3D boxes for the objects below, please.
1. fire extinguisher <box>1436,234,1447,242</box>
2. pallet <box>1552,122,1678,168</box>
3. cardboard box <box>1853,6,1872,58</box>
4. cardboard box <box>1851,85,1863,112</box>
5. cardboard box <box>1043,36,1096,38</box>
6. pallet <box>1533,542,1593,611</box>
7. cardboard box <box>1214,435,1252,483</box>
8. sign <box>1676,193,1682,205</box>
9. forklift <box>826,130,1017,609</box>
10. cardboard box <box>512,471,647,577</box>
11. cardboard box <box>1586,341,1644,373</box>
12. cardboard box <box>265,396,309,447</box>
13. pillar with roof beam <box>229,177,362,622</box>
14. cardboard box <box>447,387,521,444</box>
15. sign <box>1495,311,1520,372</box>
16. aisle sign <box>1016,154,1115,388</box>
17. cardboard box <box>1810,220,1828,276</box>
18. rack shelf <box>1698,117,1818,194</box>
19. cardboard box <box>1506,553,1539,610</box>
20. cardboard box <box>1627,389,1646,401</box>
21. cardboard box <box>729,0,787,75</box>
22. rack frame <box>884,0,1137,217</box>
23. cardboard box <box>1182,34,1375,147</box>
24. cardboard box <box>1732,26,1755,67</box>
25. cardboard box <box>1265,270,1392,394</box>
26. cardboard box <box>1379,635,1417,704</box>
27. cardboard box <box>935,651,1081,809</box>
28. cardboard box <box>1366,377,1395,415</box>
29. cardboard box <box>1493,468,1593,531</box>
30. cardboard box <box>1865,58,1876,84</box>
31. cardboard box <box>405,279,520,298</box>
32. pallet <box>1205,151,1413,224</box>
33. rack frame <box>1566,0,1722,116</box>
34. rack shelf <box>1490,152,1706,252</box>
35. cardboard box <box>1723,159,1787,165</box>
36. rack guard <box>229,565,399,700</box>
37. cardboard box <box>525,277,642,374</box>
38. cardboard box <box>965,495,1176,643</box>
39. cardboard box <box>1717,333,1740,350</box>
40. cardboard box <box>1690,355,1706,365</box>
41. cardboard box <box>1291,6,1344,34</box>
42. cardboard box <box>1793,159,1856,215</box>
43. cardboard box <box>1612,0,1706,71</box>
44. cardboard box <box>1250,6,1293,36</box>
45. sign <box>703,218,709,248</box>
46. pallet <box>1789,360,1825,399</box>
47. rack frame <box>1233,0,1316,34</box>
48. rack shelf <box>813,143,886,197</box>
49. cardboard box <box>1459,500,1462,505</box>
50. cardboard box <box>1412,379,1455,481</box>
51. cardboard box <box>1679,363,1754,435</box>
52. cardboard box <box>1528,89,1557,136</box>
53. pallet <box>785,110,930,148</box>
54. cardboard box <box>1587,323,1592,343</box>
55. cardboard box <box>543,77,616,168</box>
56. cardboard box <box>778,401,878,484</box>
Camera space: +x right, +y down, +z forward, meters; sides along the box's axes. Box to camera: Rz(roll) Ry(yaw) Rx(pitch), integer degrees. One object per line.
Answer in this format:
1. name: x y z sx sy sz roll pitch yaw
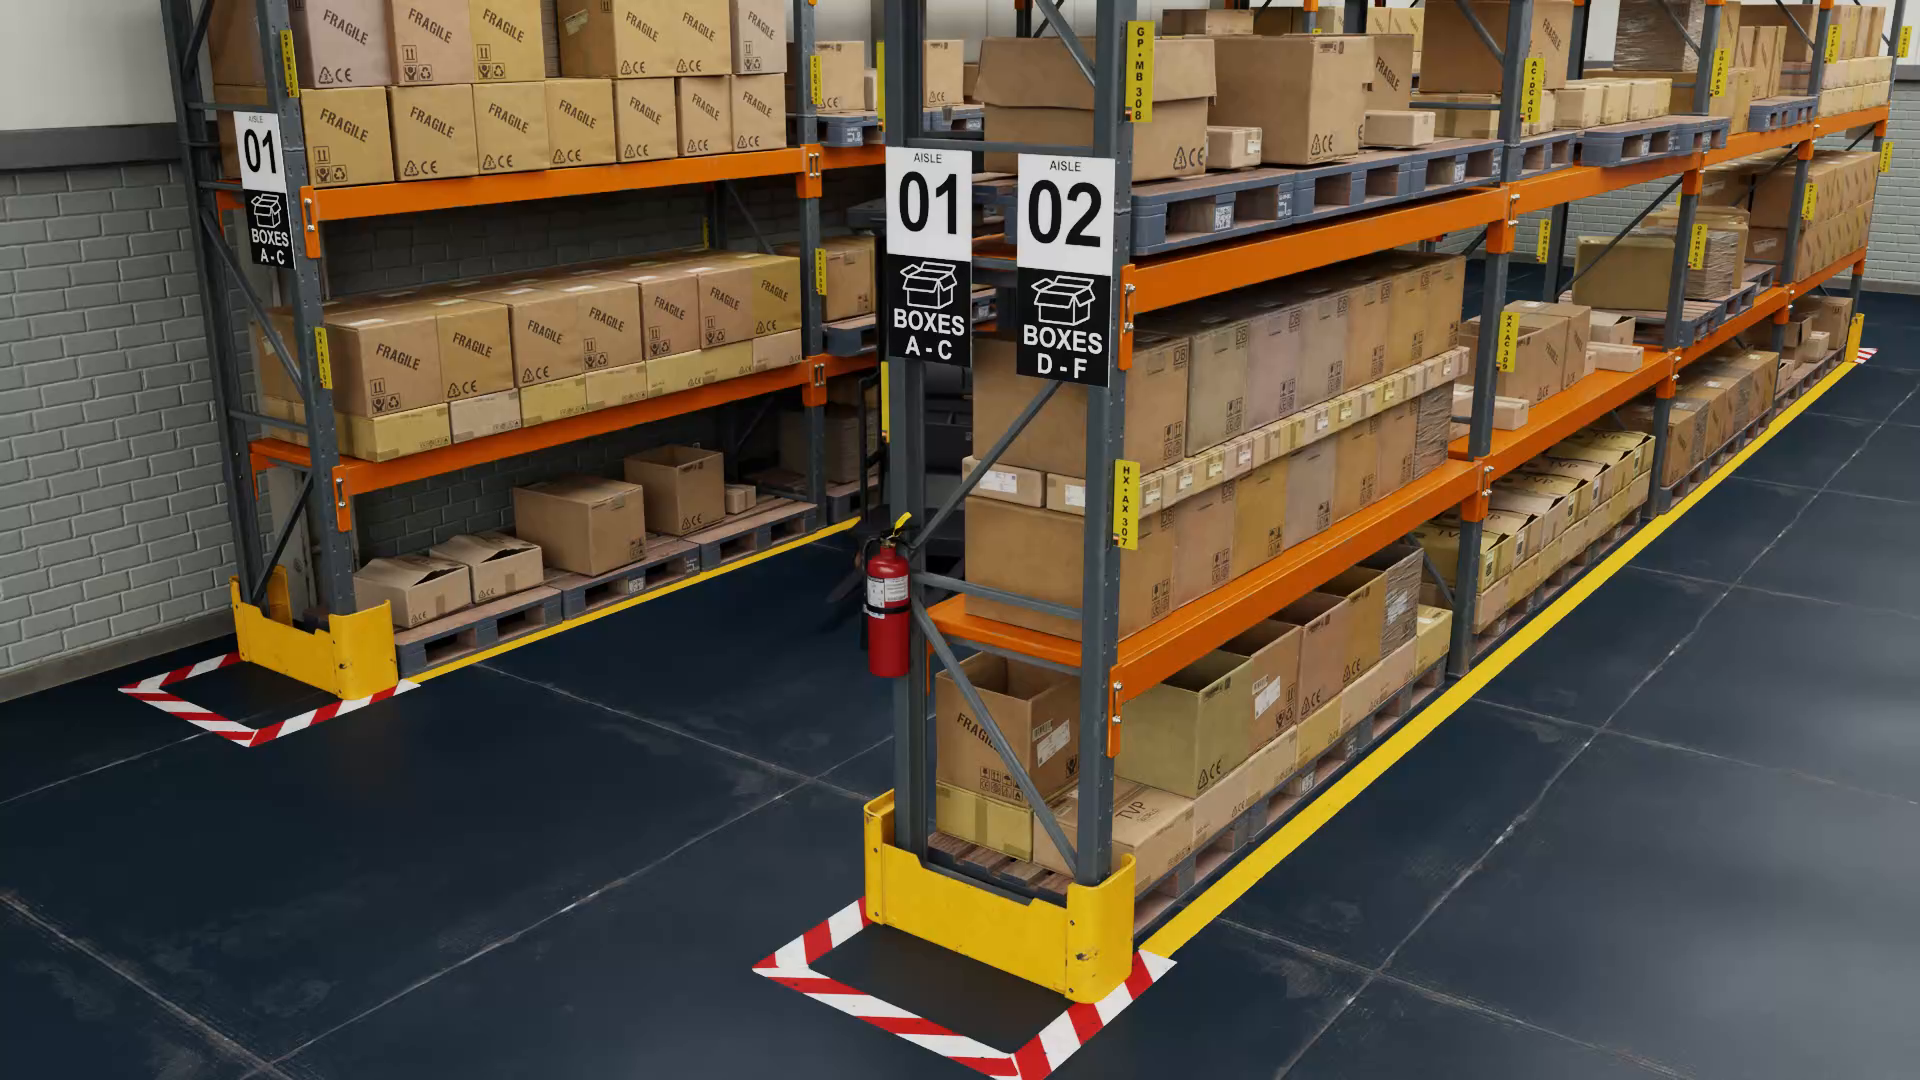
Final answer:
1. fire extinguisher: 6.171 -4.200 21.469 0.296 0.674 0.183 12 21 35
2. pallet: 3.928 -2.579 10.750 1.003 0.211 1.213 14 22 37
3. cardboard box: 8.821 -5.176 16.942 0.700 0.500 0.500 12 21 35
4. cardboard box: 8.692 -4.423 16.624 0.500 0.250 0.500 12 21 35
5. cardboard box: 1.181 -4.369 15.286 0.700 0.500 0.500 11 20 30
6. pallet: 3.675 0.130 11.470 1.003 0.211 1.213 12 21 35
7. cardboard box: 1.022 -0.370 7.116 0.380 0.149 0.250 12 21 34
8. sign: 6.868 -3.141 15.840 0.100 0.325 0.005 12 21 35
9. forklift: -0.112 -1.215 11.213 1.130 2.935 3.031 5 18 14
10. cardboard box: -2.521 -0.117 11.034 0.700 0.500 0.500 11 20 31
11. cardboard box: 4.611 -1.298 11.788 0.380 0.149 0.250 12 21 35
12. cardboard box: -3.700 -0.733 9.766 0.500 0.250 0.500 13 21 35
13. pillar with roof beam: -0.643 -3.074 6.968 9.100 9.000 0.400 12 21 35
14. cardboard box: -2.979 -0.774 9.897 0.500 0.250 0.500 12 21 33
15. sign: 2.988 -1.081 9.075 0.100 0.325 0.005 12 21 35
16. aisle sign: 0.365 -0.947 5.852 0.394 0.787 0.004 12 21 35
17. cardboard box: 8.133 -2.877 16.281 0.500 0.500 0.500 13 21 36
18. rack shelf: 6.116 -3.246 13.794 1.077 0.370 4.000 12 21 35
19. cardboard box: 3.286 0.211 10.435 0.500 0.250 0.500 13 22 36
20. cardboard box: 5.324 -1.333 13.688 0.500 0.250 0.500 13 22 37
21. cardboard box: -1.520 -3.402 11.196 0.500 0.500 0.500 10 20 30
22. rack frame: 0.158 -2.640 5.572 1.000 3.000 0.127 12 21 35
23. cardboard box: 1.459 -2.107 7.795 0.797 0.503 0.637 15 23 41
24. cardboard box: 6.156 -3.937 13.760 0.600 0.600 0.600 11 21 33
25. cardboard box: 1.683 -1.049 8.207 0.700 0.500 0.500 12 21 35
26. cardboard box: 2.135 0.651 9.017 0.500 0.250 0.500 12 21 35
27. cardboard box: 0.238 0.799 7.277 0.500 0.500 0.500 12 21 35
28. cardboard box: 1.944 -0.741 8.309 0.380 0.149 0.250 12 21 34
29. cardboard box: 3.903 -0.304 11.147 0.500 0.311 0.500 13 22 36
30. cardboard box: 8.991 -4.781 16.933 0.500 0.250 0.500 12 21 35
31. cardboard box: -3.100 -1.338 10.448 0.500 0.500 0.500 12 21 33
32. pallet: 1.326 -1.621 7.497 1.003 0.211 1.213 12 21 35
33. rack frame: 4.925 -4.546 11.708 1.000 3.000 0.127 12 21 35
34. rack shelf: 3.733 -2.293 10.726 1.077 0.370 4.000 12 21 35
35. cardboard box: 8.005 -3.567 16.819 0.500 0.500 0.500 13 21 35
36. rack guard: -3.777 0.526 9.707 1.175 0.500 0.348 12 21 35
37. cardboard box: -2.383 -1.369 10.550 0.500 0.500 0.500 13 22 36
38. cardboard box: 0.446 0.068 6.798 0.700 0.500 0.500 12 21 35
39. cardboard box: 7.420 -1.835 16.570 0.500 0.500 0.500 12 21 35
40. cardboard box: 6.515 -1.448 15.323 0.500 0.500 0.500 13 21 35
41. cardboard box: 3.977 -5.595 18.258 0.500 0.500 0.500 12 21 34
42. cardboard box: 8.735 -3.590 16.890 0.500 0.500 0.500 13 22 36
43. cardboard box: 5.190 -3.741 12.321 0.500 0.500 0.500 12 21 35
44. cardboard box: 3.556 -5.683 18.539 0.500 0.500 0.500 12 21 34
45. sign: -1.887 -2.253 12.487 0.100 0.325 0.005 12 21 35
46. pallet: 8.444 -1.757 17.545 1.003 0.211 1.213 12 21 35
47. rack frame: 3.327 -6.373 17.592 1.000 3.000 0.127 12 21 35
48. rack shelf: -0.248 -3.168 13.542 1.077 0.370 4.000 12 21 35
49. cardboard box: 3.157 -0.274 11.050 0.500 0.311 0.500 12 21 35
50. cardboard box: 2.282 -0.669 9.171 0.700 0.500 0.500 12 21 33
51. cardboard box: 6.644 -1.246 14.671 0.500 0.500 0.500 13 21 35
52. cardboard box: 3.241 -2.566 9.935 0.500 0.250 0.500 10 20 29
53. pallet: -0.986 -3.073 12.342 1.213 0.211 1.003 12 21 35
54. cardboard box: 4.236 -1.459 12.035 0.500 0.311 0.500 12 21 34
55. cardboard box: -2.466 -2.552 10.145 0.500 0.500 0.500 14 22 38
56. cardboard box: -1.014 -0.797 13.225 0.700 0.500 0.500 13 22 37
